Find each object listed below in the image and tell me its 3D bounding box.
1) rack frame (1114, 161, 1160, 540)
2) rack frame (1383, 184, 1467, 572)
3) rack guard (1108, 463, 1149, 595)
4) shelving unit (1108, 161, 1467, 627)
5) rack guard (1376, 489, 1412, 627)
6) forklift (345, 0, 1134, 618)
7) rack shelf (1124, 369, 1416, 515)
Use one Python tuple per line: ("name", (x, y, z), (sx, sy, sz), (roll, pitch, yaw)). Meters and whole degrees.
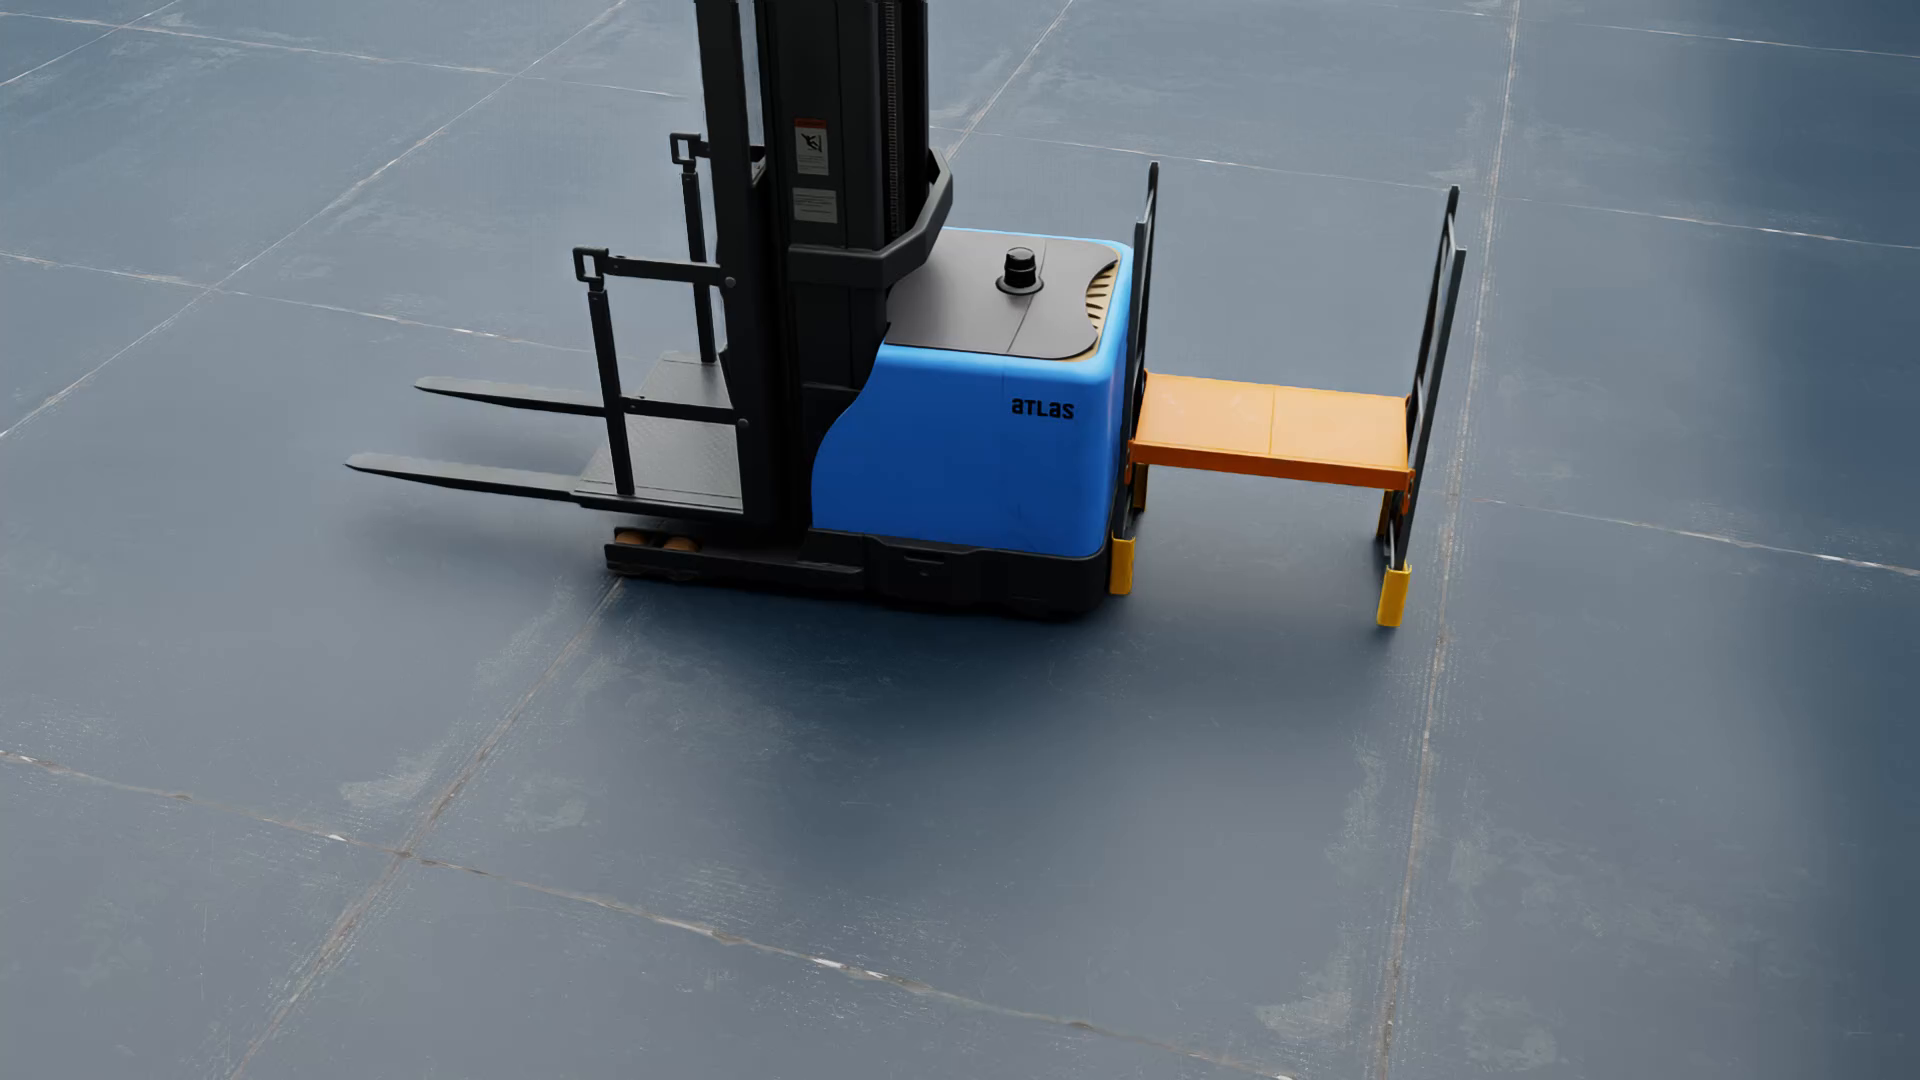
("rack frame", (0.633, -0.572, 6.046), (0.032, 1.500, 0.500), (7, 37, 9))
("rack frame", (1.631, -0.457, 5.890), (0.032, 1.500, 0.500), (7, 37, 9))
("rack guard", (0.652, -0.066, 6.414), (0.087, 0.250, 0.587), (7, 37, 9))
("shelving unit", (1.141, -0.513, 5.967), (1.083, 1.500, 0.587), (7, 37, 9))
("rack guard", (1.630, 0.046, 6.261), (0.087, 0.250, 0.587), (7, 37, 9))
("forklift", (-0.883, -1.323, 5.860), (3.031, 2.935, 1.130), (7, 37, 9))
("rack shelf", (1.132, -0.369, 6.075), (1.000, 0.185, 0.538), (7, 37, 9))
